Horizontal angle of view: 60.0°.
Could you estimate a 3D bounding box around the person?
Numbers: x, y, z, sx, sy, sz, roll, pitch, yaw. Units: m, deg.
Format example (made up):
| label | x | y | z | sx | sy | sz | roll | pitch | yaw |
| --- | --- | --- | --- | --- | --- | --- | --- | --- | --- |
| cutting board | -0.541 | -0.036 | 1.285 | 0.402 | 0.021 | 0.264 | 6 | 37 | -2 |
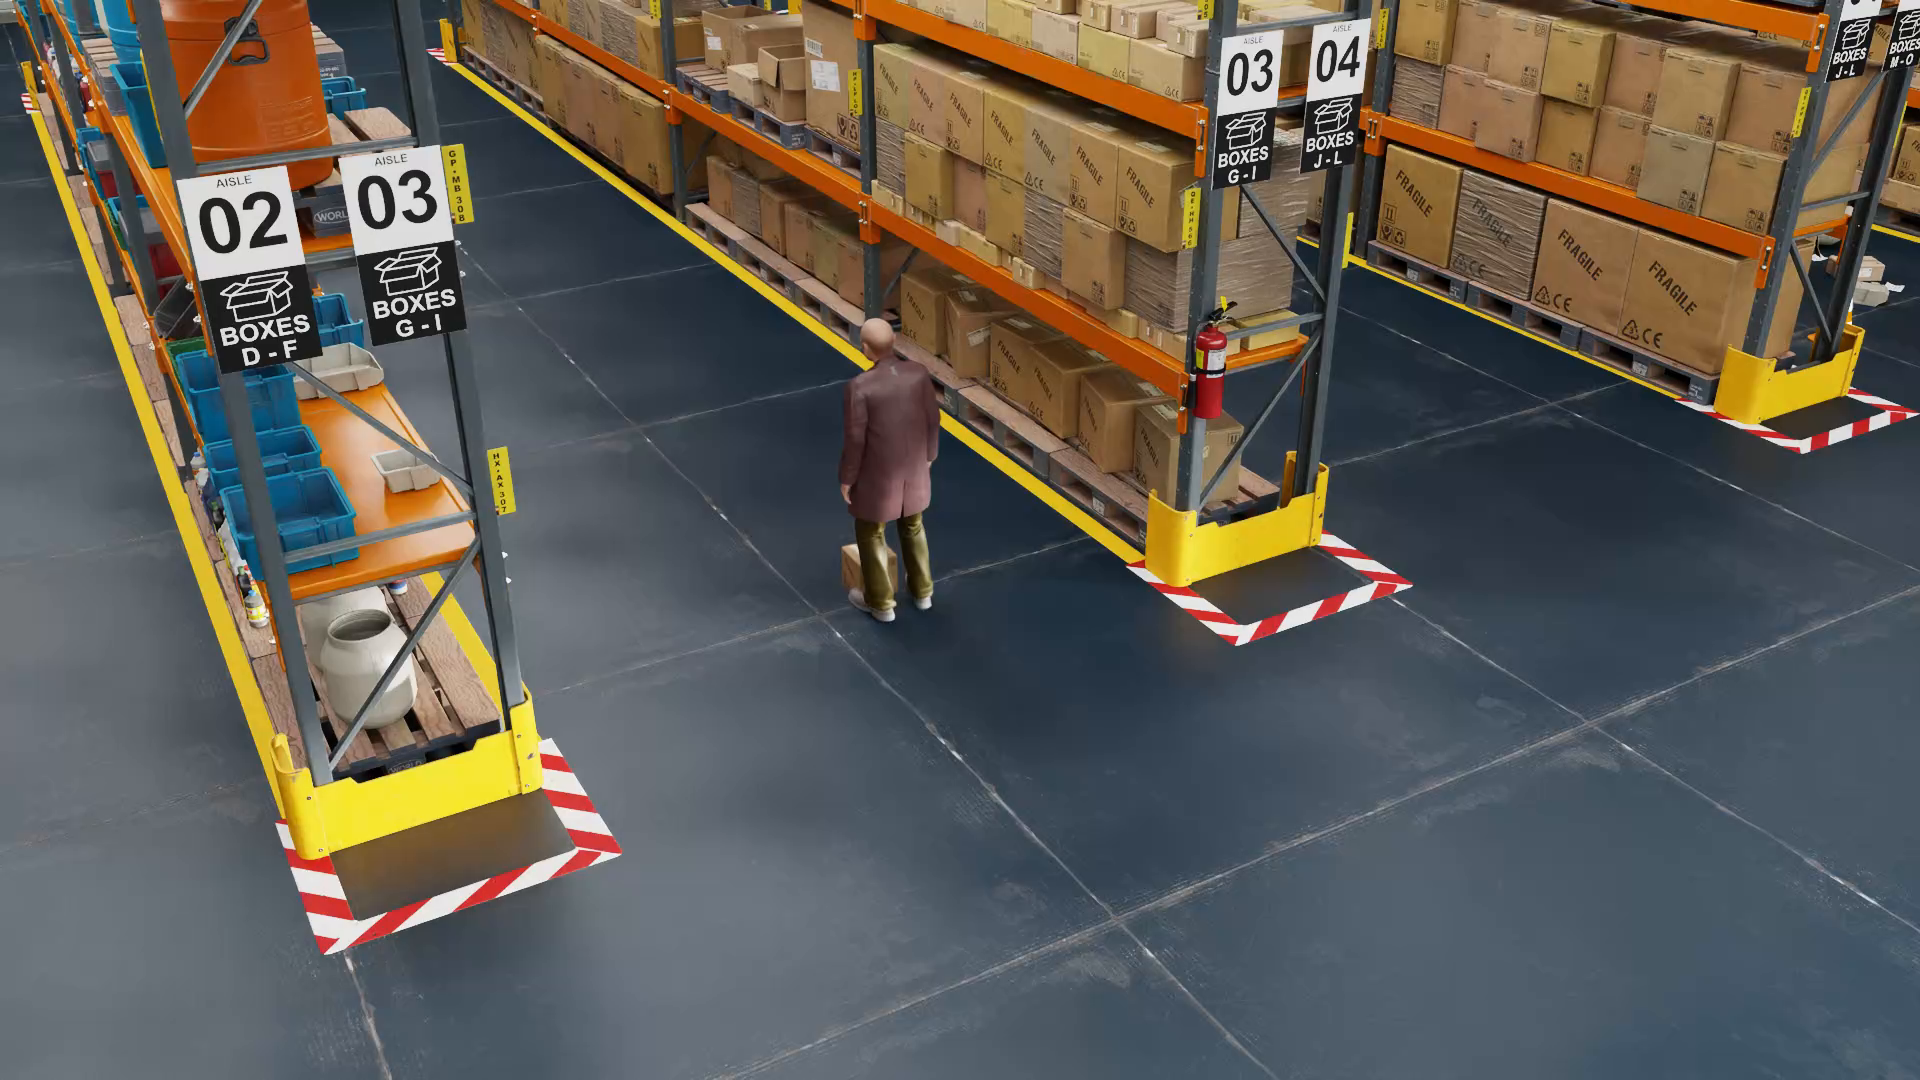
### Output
| label | x | y | z | sx | sy | sz | roll | pitch | yaw |
| --- | --- | --- | --- | --- | --- | --- | --- | --- | --- |
| person | -0.402 | -0.391 | 9.303 | 0.635 | 1.773 | 0.427 | -17 | 33 | -28 |
